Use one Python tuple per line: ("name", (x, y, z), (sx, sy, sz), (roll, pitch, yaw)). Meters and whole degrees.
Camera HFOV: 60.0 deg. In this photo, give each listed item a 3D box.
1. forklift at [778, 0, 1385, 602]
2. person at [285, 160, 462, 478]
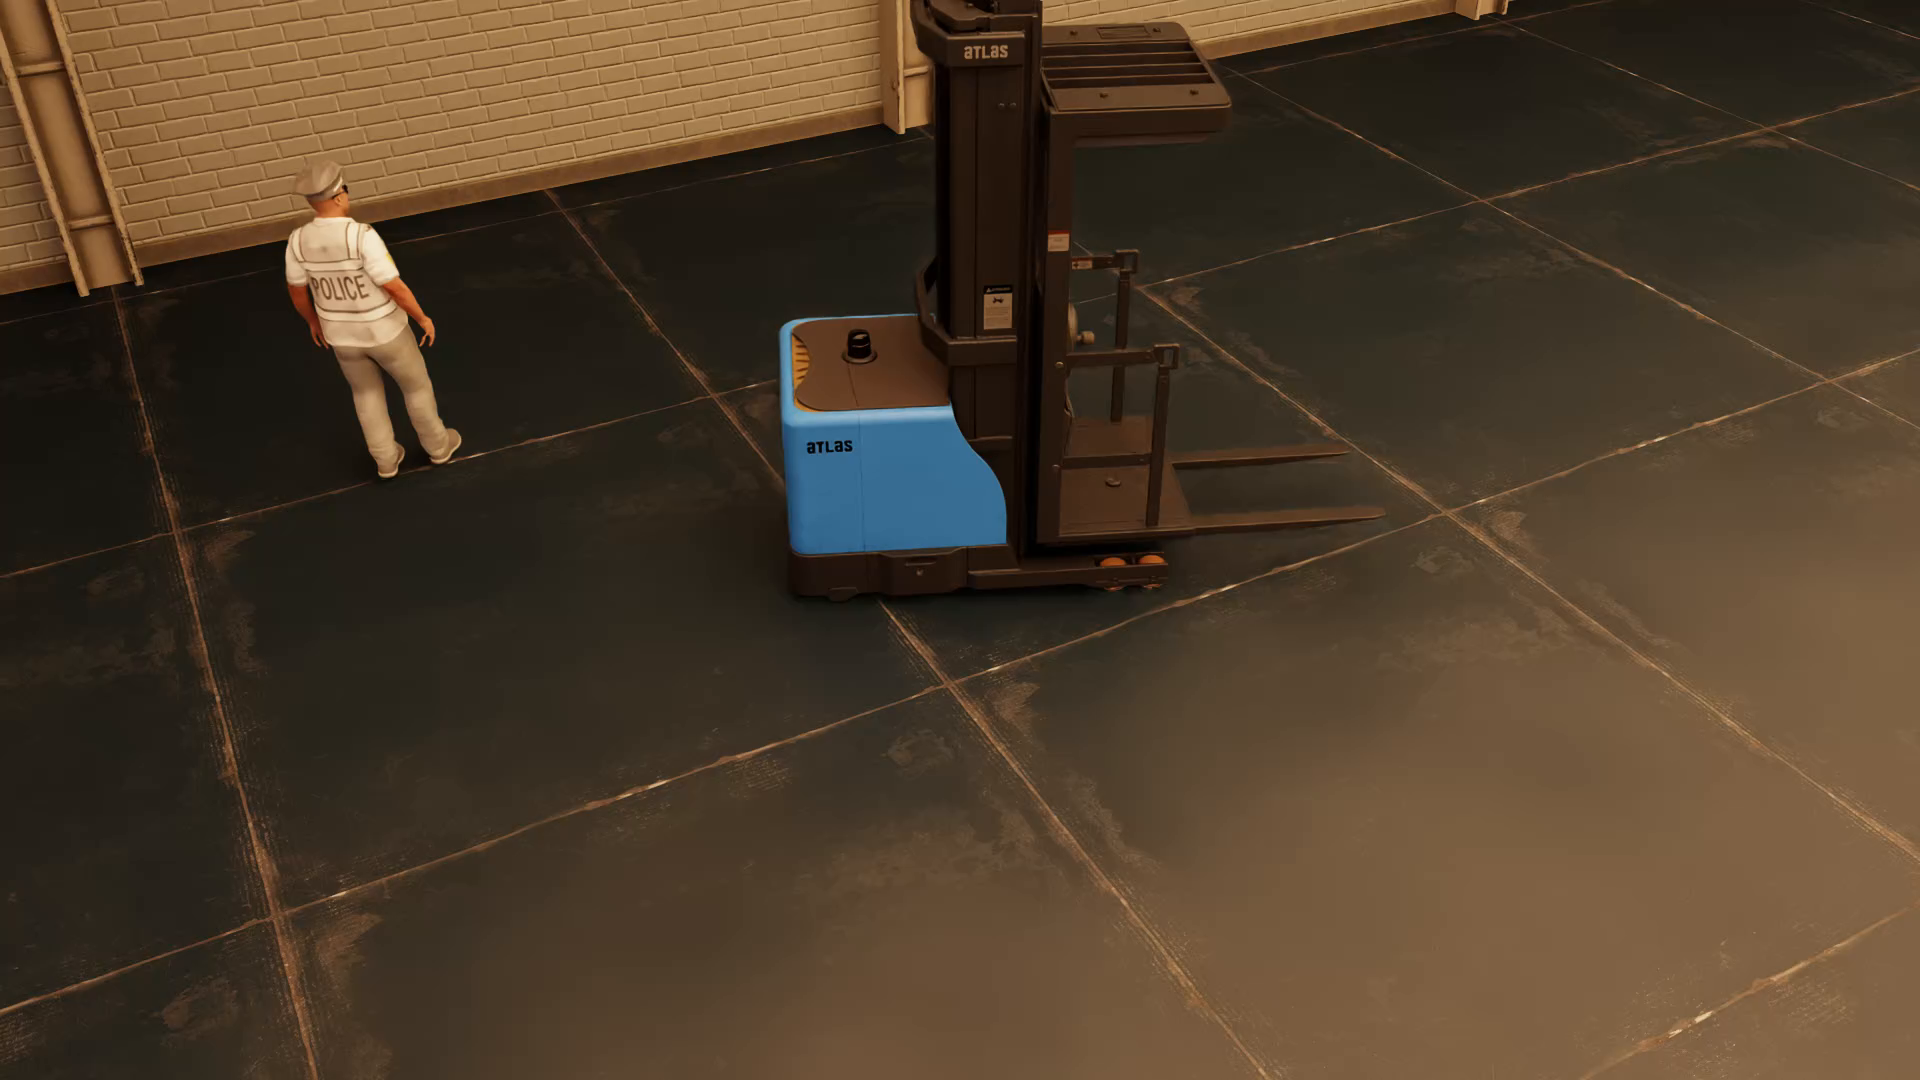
("forklift", (0.625, -1.245, 7.885), (3.031, 2.935, 1.130), (-3, 35, -5))
("person", (-3.099, -1.163, 8.774), (0.693, 1.770, 0.556), (2, 35, 3))
